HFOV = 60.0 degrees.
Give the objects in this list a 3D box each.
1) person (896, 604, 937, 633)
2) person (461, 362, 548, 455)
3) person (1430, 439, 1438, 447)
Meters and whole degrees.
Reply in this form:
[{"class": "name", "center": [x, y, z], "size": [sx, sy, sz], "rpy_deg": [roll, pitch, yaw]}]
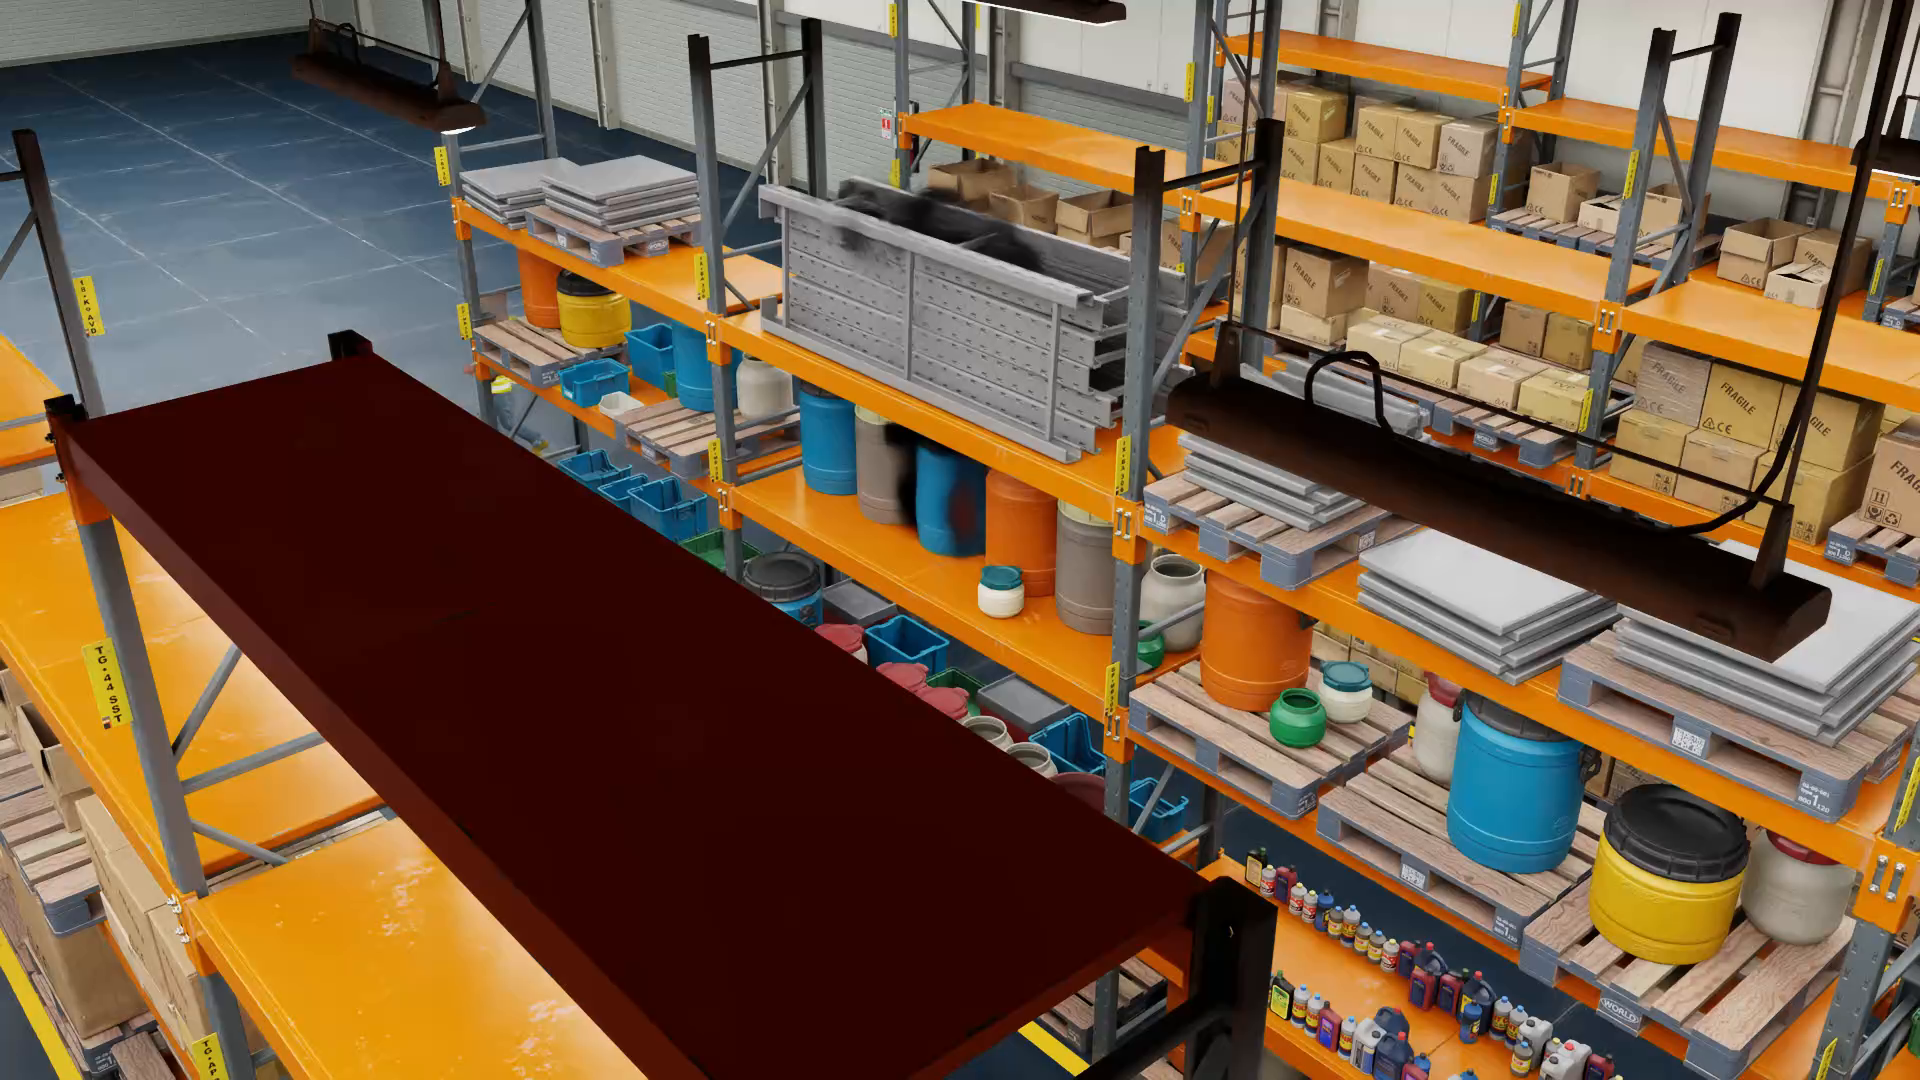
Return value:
[{"class": "person", "center": [-0.493, 0.120, 14.878], "size": [0.651, 1.780, 0.642], "rpy_deg": [20, 33, 34]}, {"class": "person", "center": [-5.267, -1.709, 18.924], "size": [0.982, 1.757, 0.700], "rpy_deg": [-7, 28, -13]}, {"class": "person", "center": [4.576, -0.530, 16.833], "size": [0.661, 1.676, 0.586], "rpy_deg": [21, 34, 35]}]
